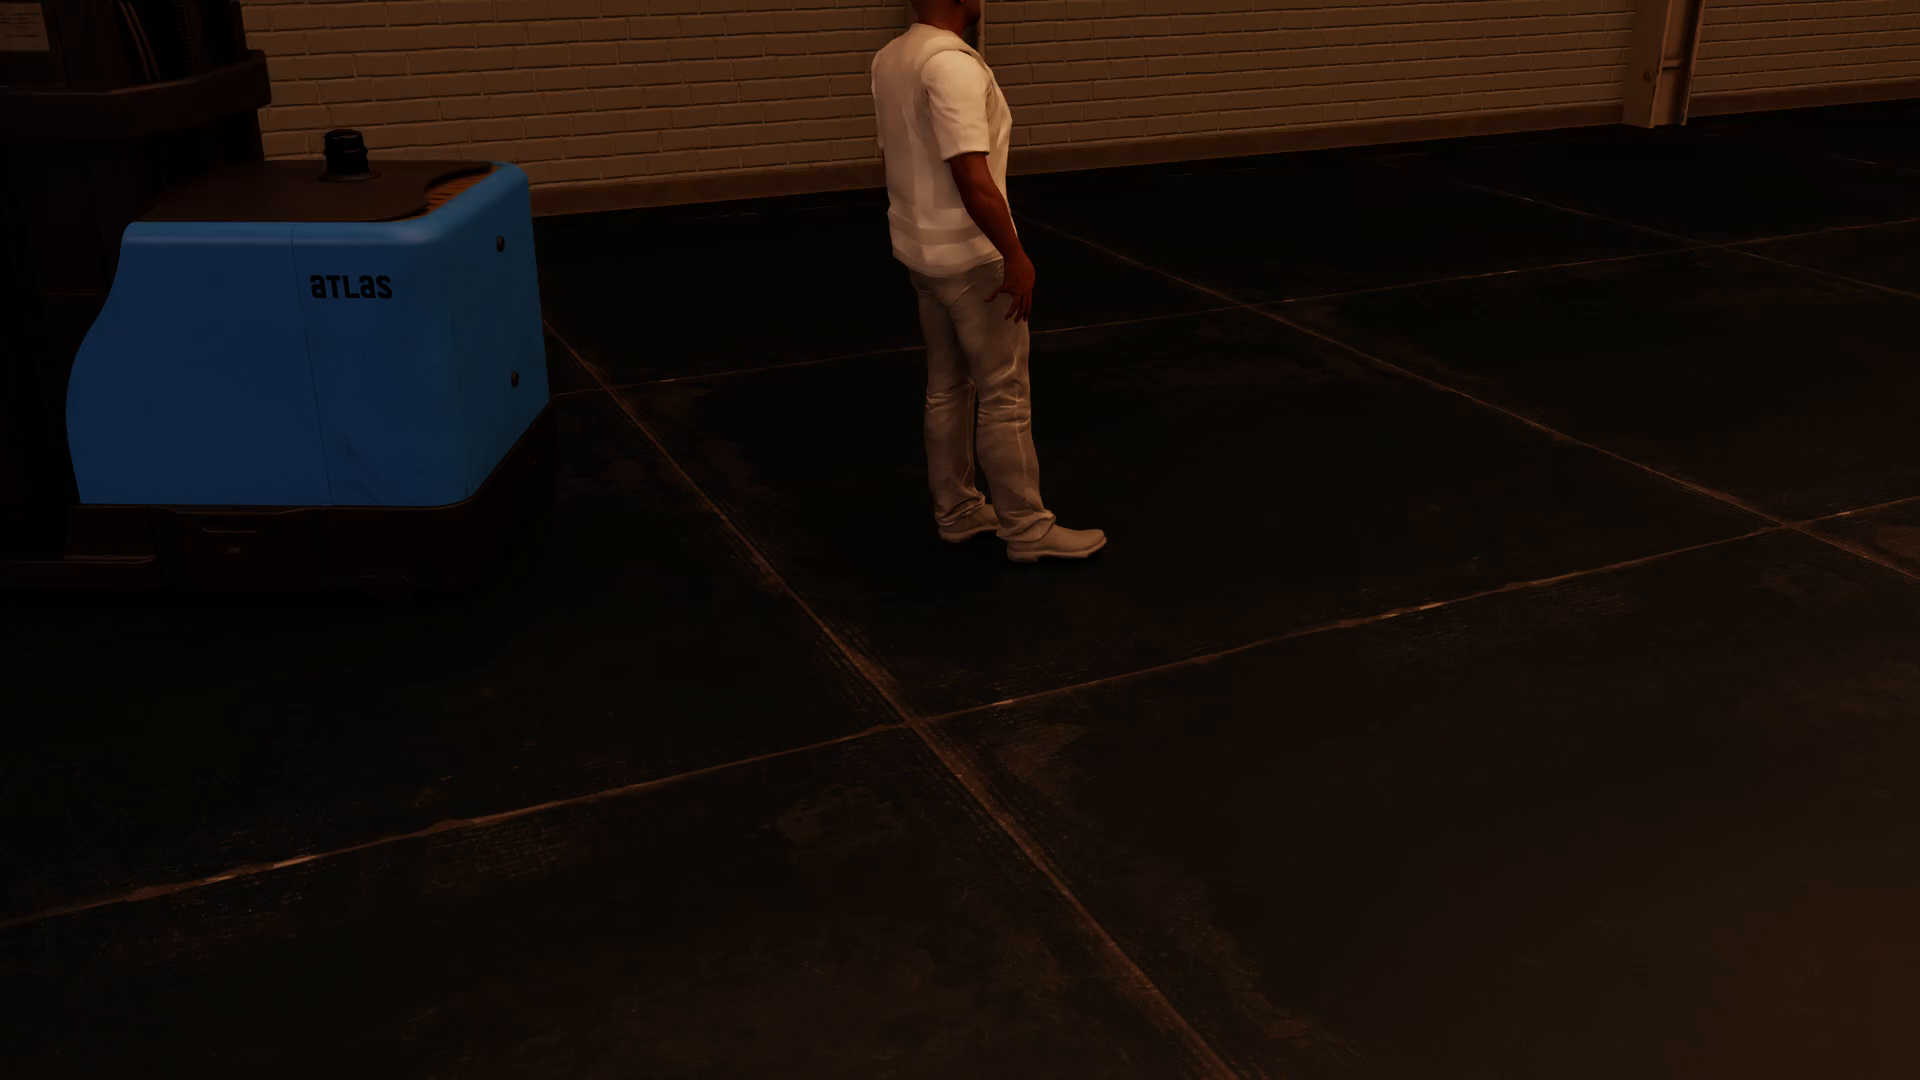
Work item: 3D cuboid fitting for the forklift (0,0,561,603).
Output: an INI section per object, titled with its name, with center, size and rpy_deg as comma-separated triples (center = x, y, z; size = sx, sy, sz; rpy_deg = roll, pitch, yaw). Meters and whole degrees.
[forklift]
center = -2.836, -1.364, 4.570
size = 3.031, 2.935, 1.130
rpy_deg = 1, 23, 1

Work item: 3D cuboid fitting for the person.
[person]
center = 0.066, -0.832, 4.789
size = 0.575, 1.768, 0.666
rpy_deg = -10, 25, -23
